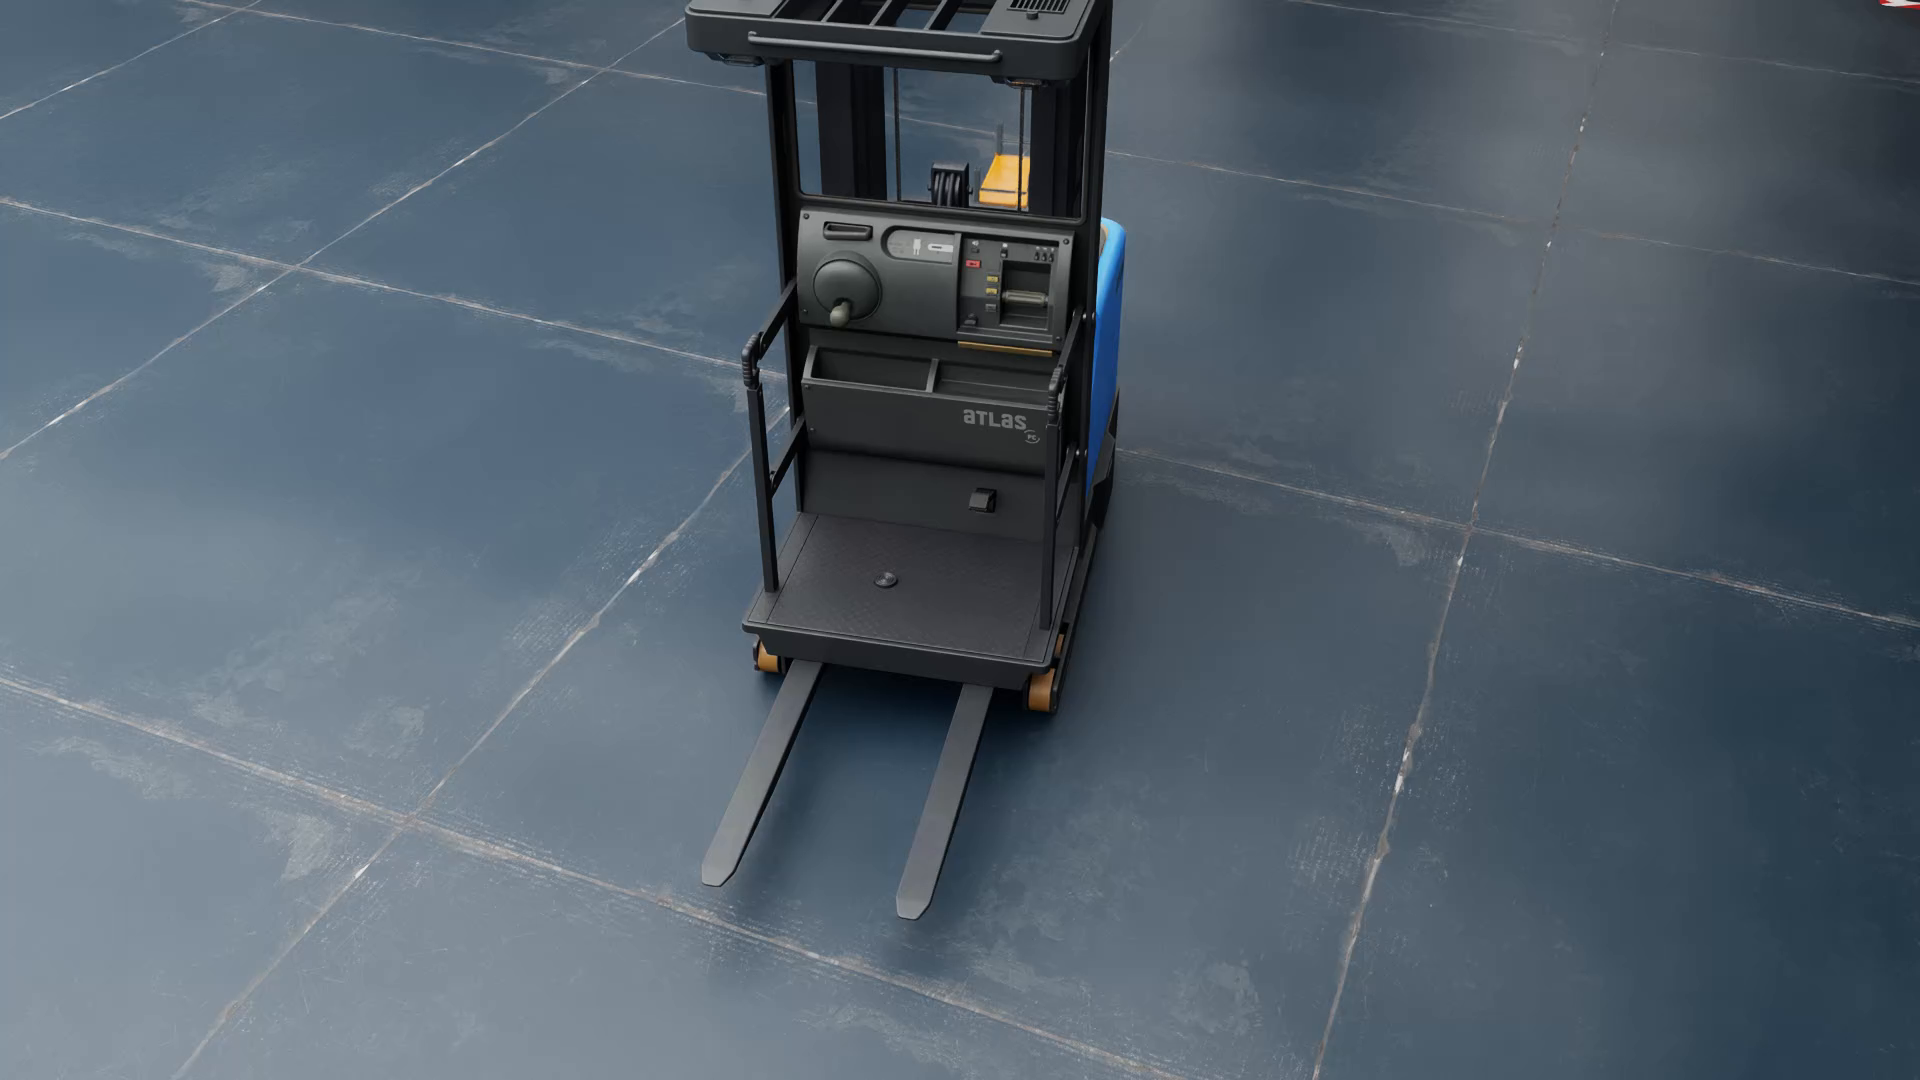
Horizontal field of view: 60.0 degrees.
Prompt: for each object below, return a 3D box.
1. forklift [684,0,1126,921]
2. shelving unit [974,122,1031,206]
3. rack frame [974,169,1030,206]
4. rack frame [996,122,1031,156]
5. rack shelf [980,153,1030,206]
[{"bbox_3d":[-0.132,-0.807,5.382,1.130,2.935,3.031,7,37,10],"label":"forklift"},{"bbox_3d":[0.227,-1.155,7.293,0.258,1.200,0.503,7,37,9],"label":"shelving unit"},{"bbox_3d":[0.177,-1.012,7.101,0.240,1.200,0.015,7,37,9],"label":"rack frame"},{"bbox_3d":[0.277,-1.298,7.484,0.240,1.200,0.015,7,37,9],"label":"rack frame"},{"bbox_3d":[0.227,-1.470,7.058,0.258,0.148,0.480,7,37,9],"label":"rack shelf"}]
